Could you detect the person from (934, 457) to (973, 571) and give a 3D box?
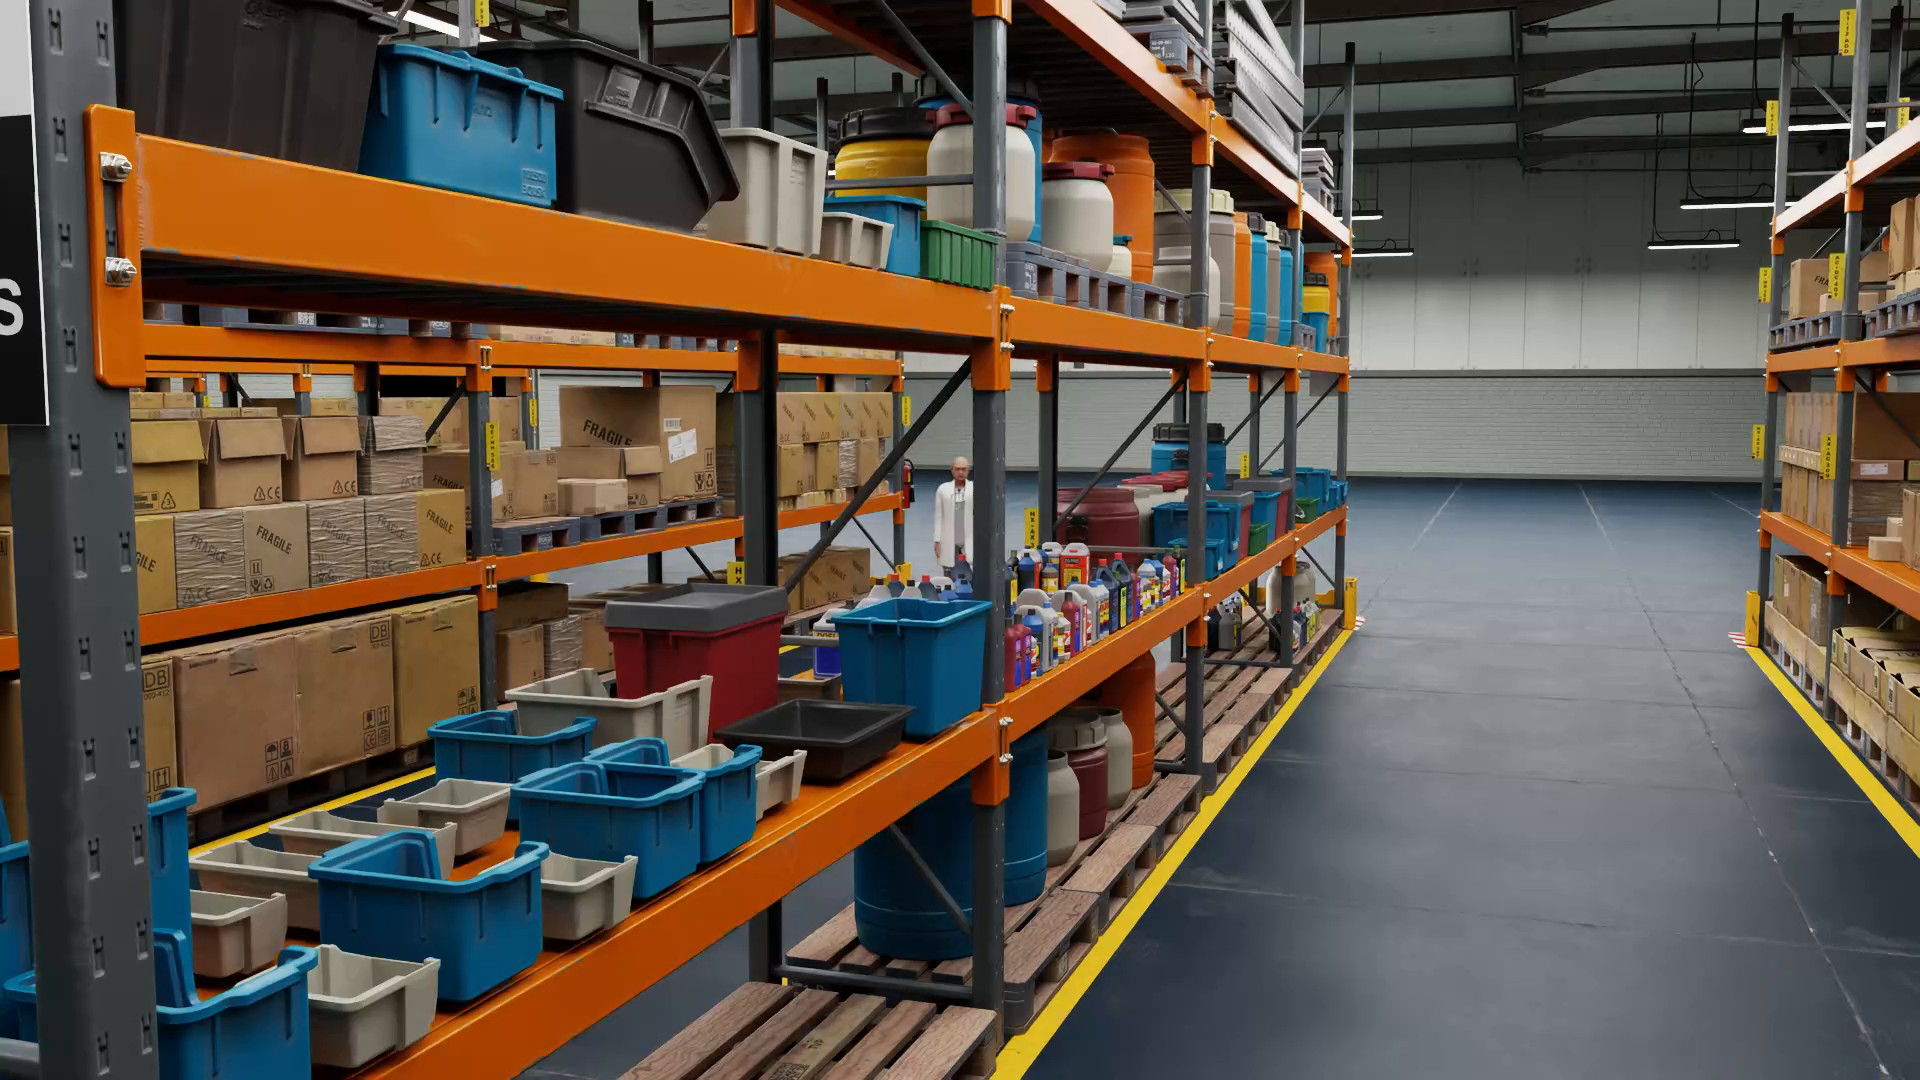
[{"bbox_3d":[0.014,0.039,17.164,0.608,1.778,0.663,1,5,6],"label":"person"}]
